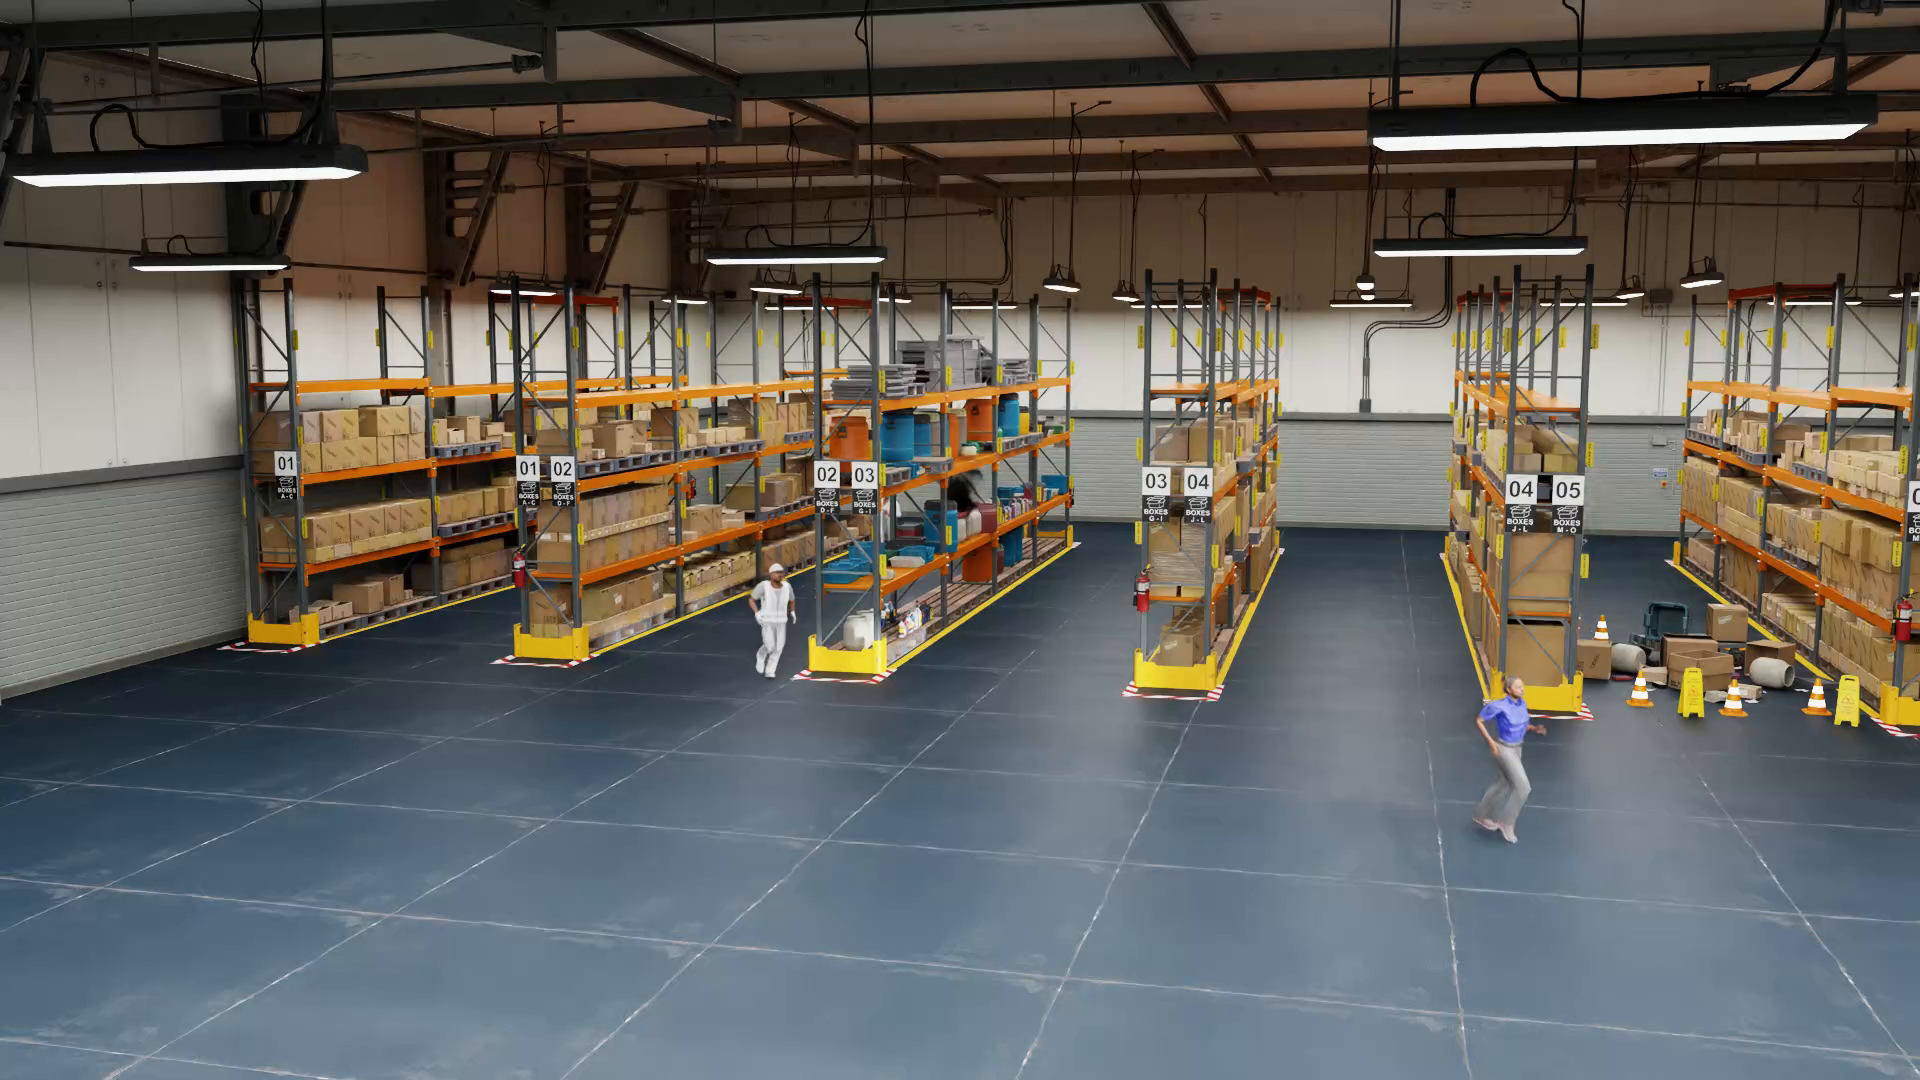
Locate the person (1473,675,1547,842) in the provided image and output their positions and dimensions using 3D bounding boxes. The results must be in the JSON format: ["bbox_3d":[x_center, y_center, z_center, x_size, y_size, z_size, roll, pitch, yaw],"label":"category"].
[{"bbox_3d":[5.556,2.200,16.796,0.546,1.708,0.713,-7,9,-43],"label":"person"}]

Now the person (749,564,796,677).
[{"bbox_3d":[-2.751,1.209,24.661,0.691,1.731,0.563,-3,8,-26],"label":"person"}]

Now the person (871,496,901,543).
[{"bbox_3d":[-1.616,-0.232,36.082,0.697,1.784,1.042,0,7,4],"label":"person"}]
